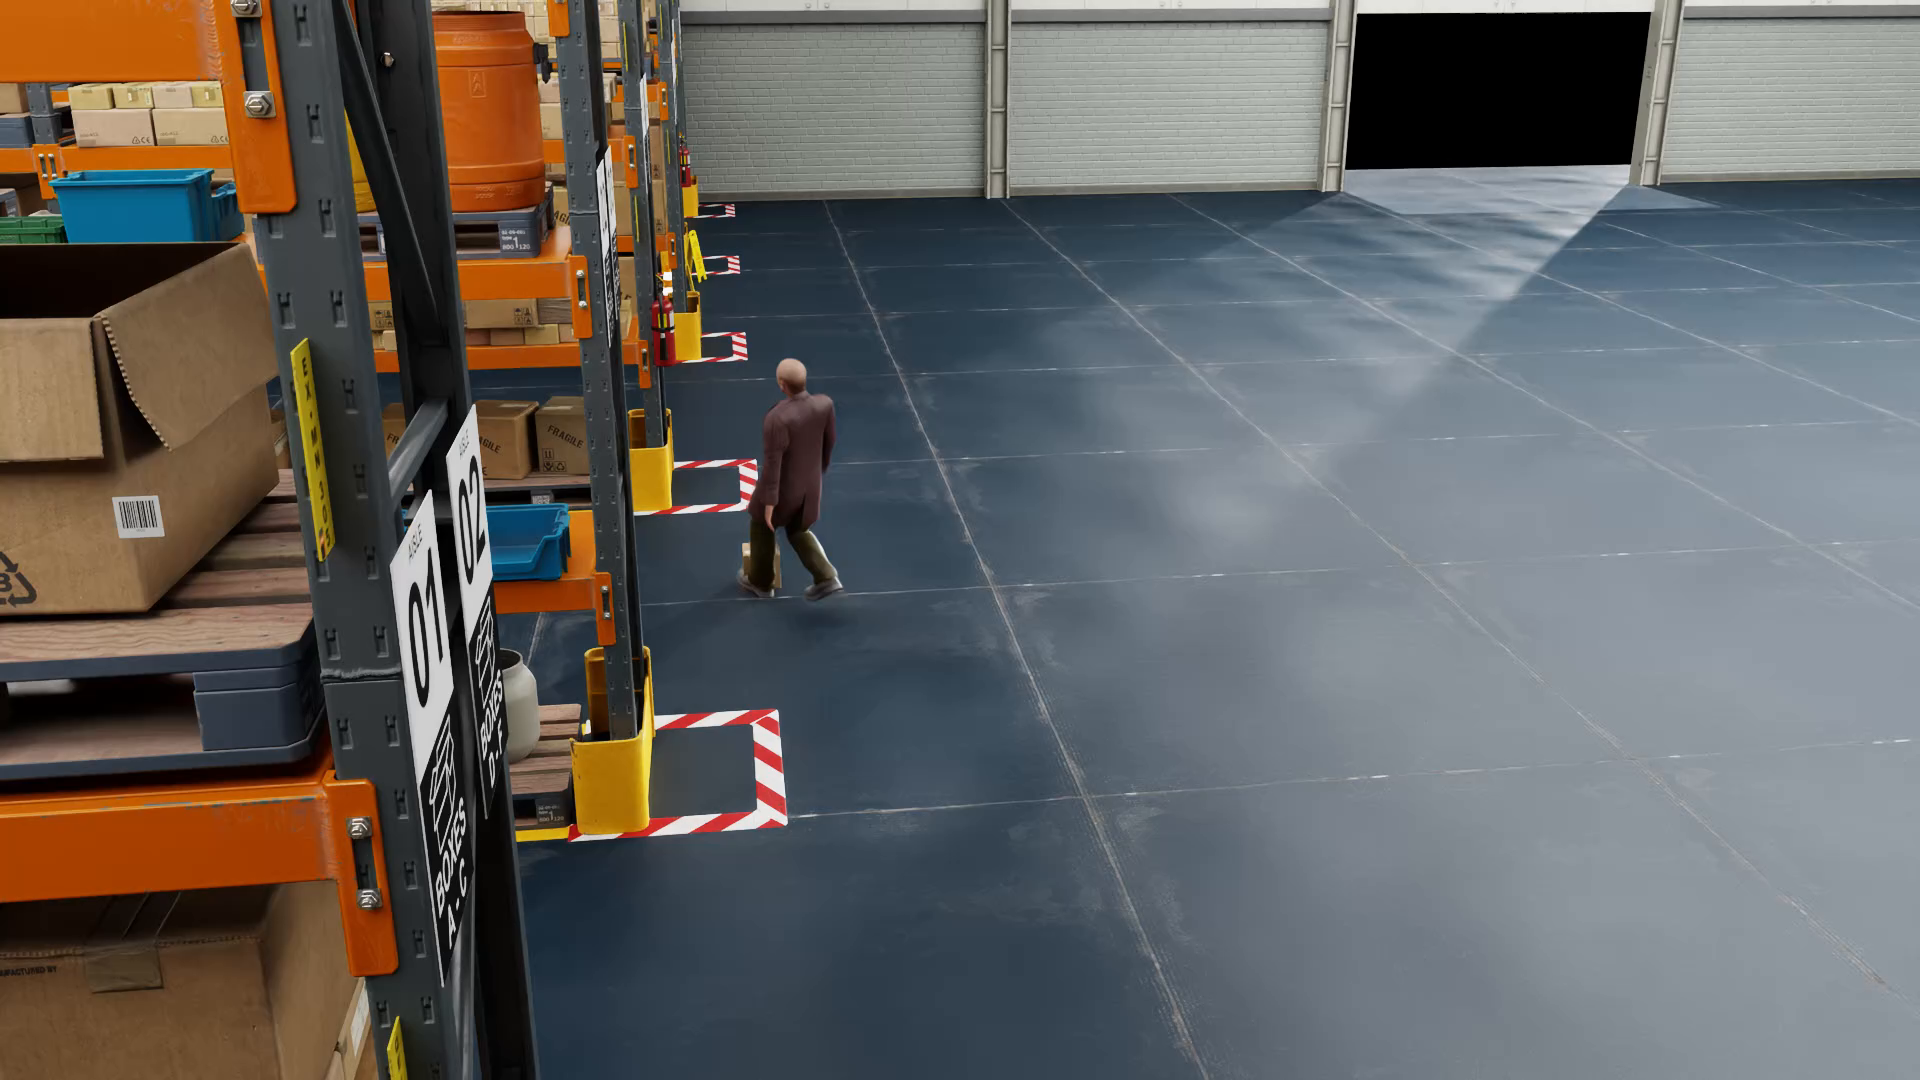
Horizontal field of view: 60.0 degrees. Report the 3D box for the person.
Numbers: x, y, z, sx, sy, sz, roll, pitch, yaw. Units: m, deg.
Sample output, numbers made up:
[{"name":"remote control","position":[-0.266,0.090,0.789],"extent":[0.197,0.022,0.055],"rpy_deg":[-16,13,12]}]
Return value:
[{"name":"person","position":[-1.150,-0.386,10.773],"extent":[0.647,1.705,0.987],"rpy_deg":[-16,25,-38]}]
